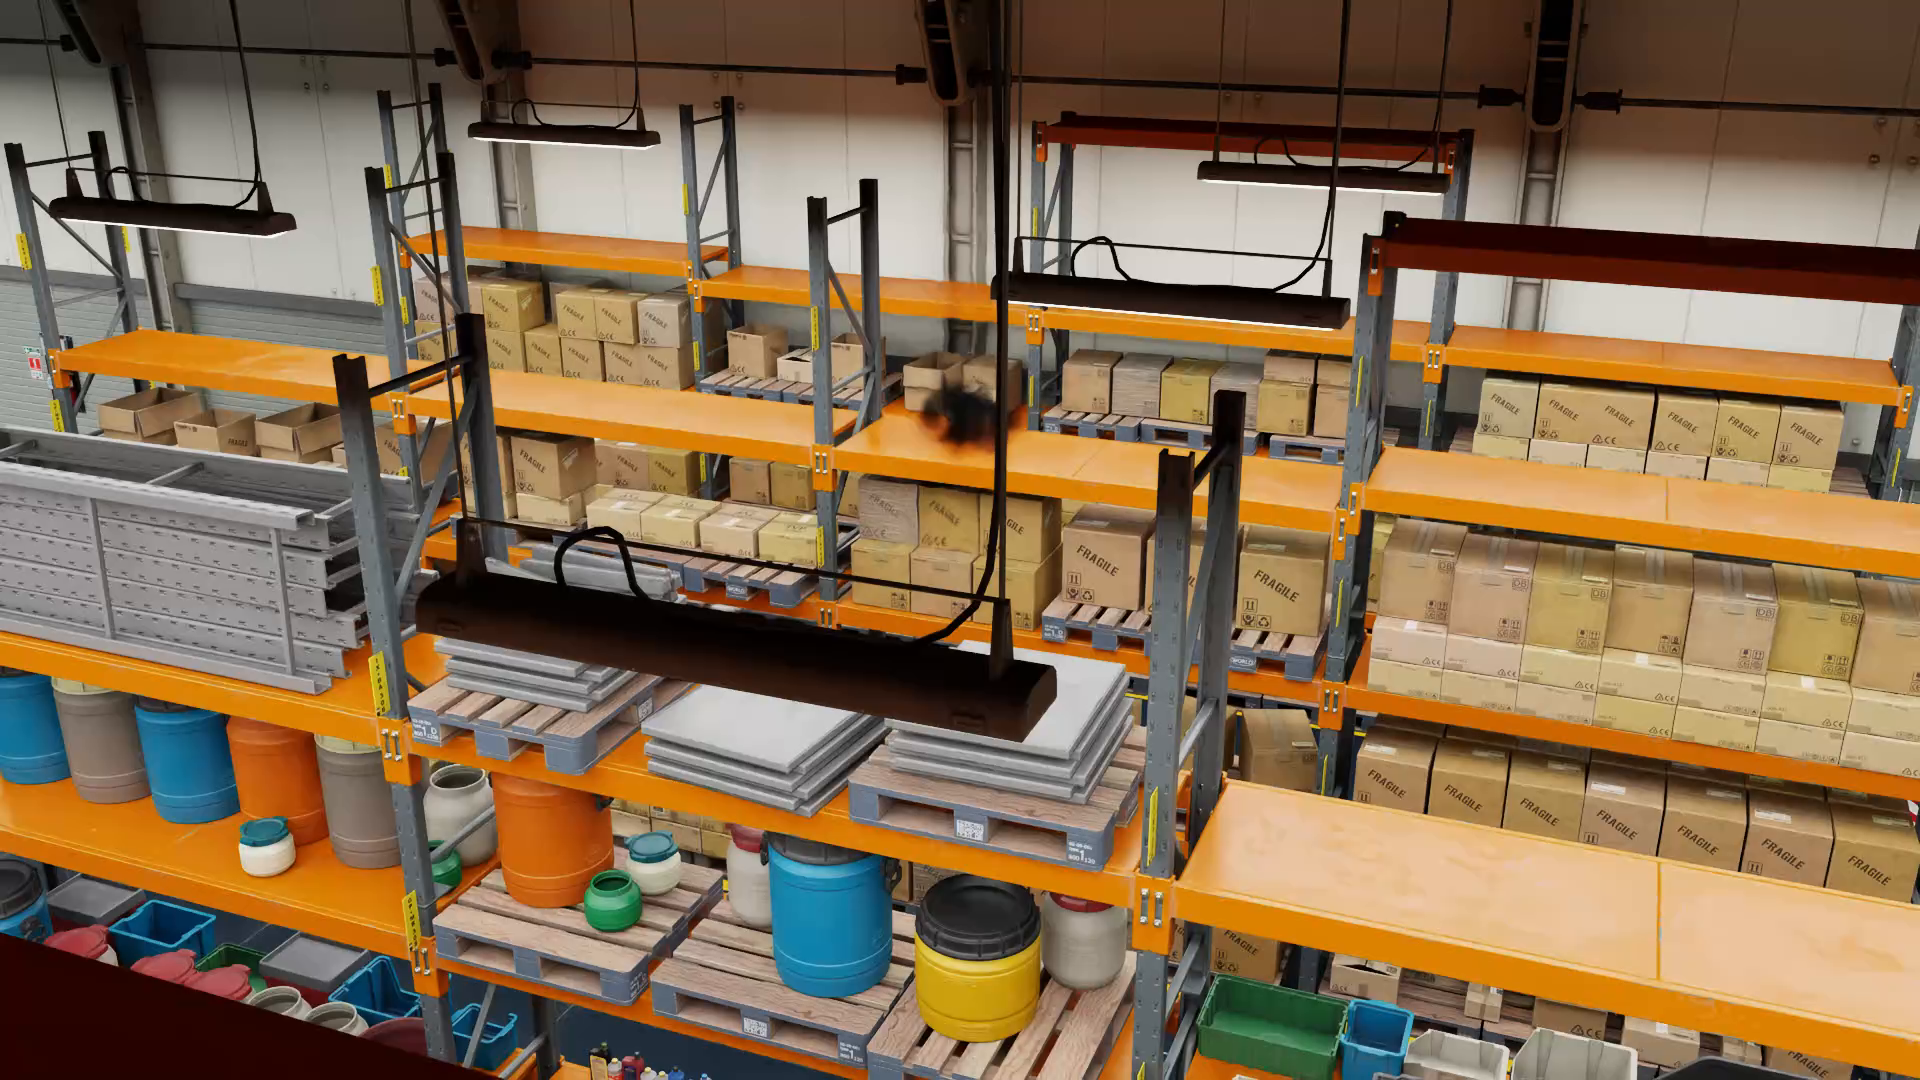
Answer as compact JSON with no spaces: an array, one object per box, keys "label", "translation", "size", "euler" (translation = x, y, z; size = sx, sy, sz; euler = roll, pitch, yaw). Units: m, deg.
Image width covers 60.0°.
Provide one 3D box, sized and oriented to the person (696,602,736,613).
[{"label":"person","translation":[-2.364,1.088,16.425],"size":[0.769,1.878,0.638],"euler":[9,22,21]}]
